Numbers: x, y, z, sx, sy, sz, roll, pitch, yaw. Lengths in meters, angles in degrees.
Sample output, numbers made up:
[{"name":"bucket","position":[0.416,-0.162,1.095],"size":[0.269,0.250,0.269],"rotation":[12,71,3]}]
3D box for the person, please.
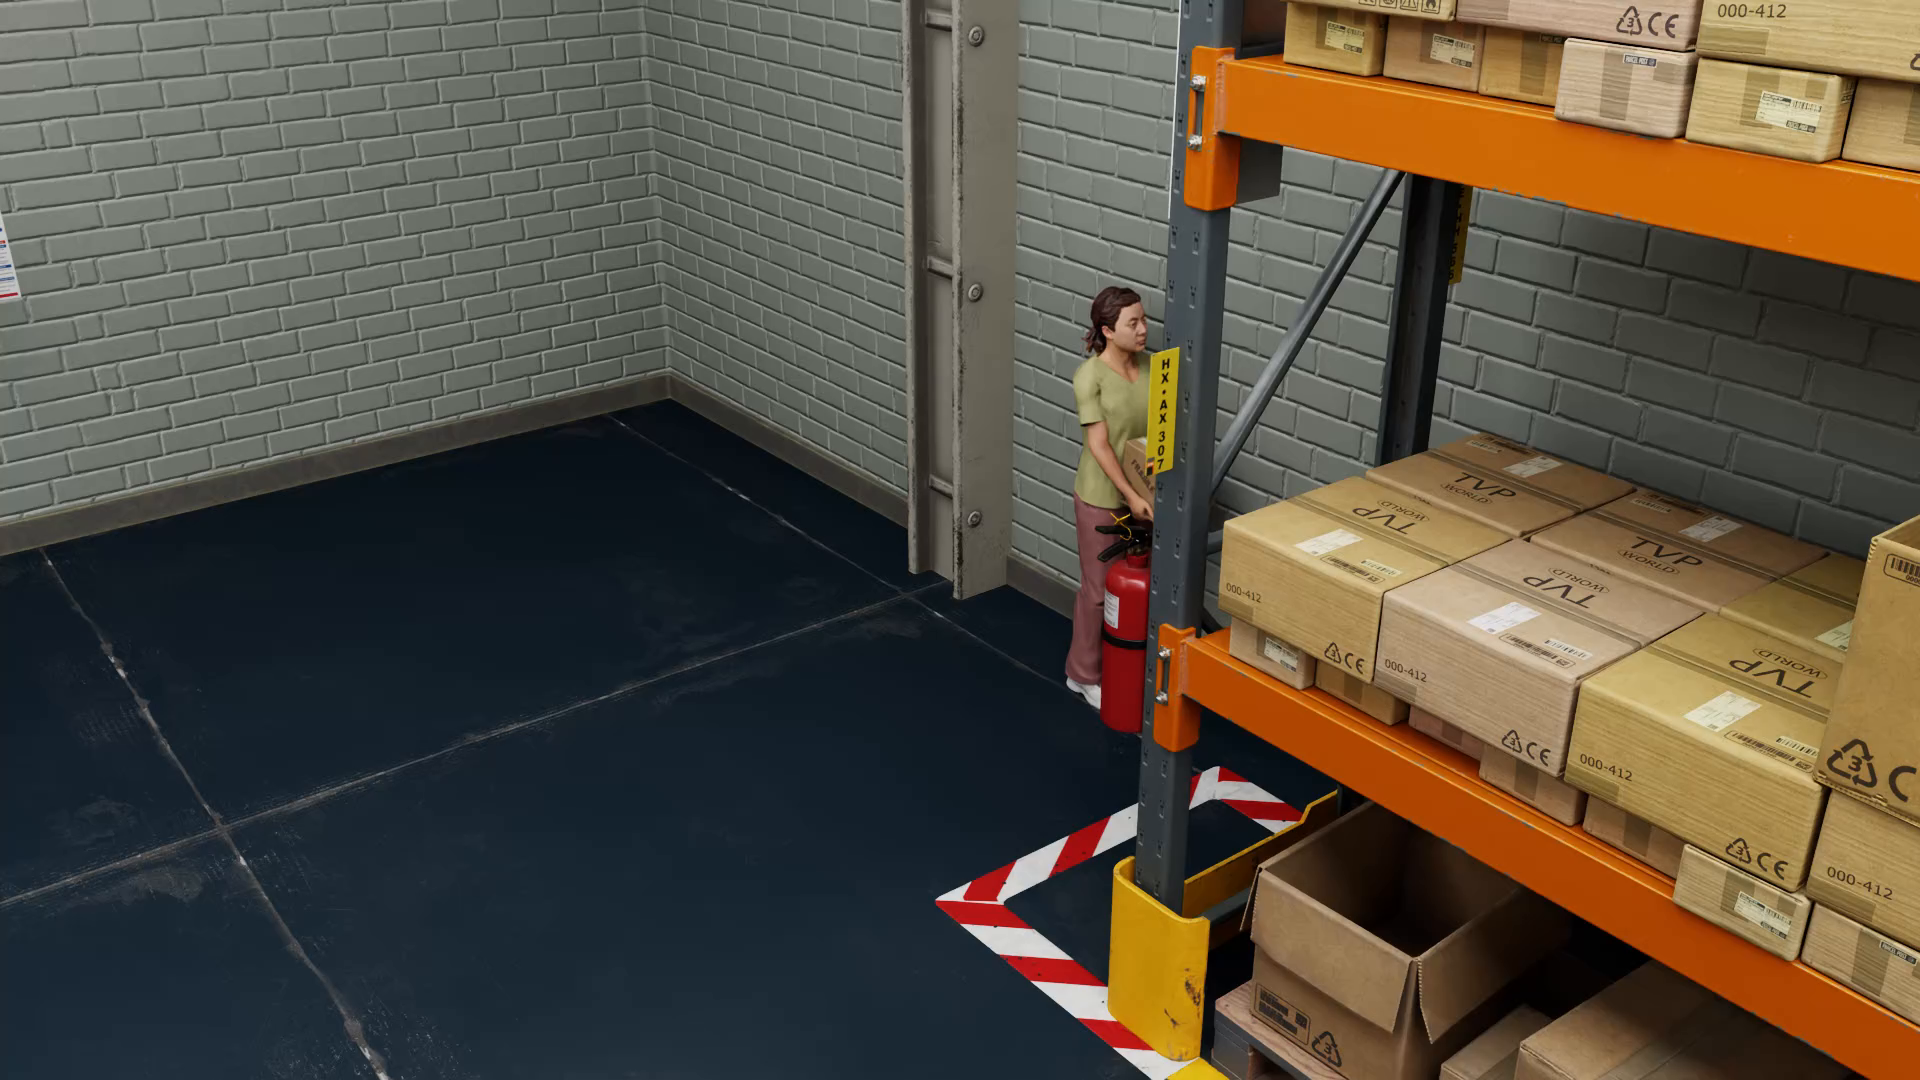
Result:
[{"name":"person","position":[0.664,-0.018,6.466],"size":[0.426,1.410,0.528],"rotation":[-18,30,-33]}]
